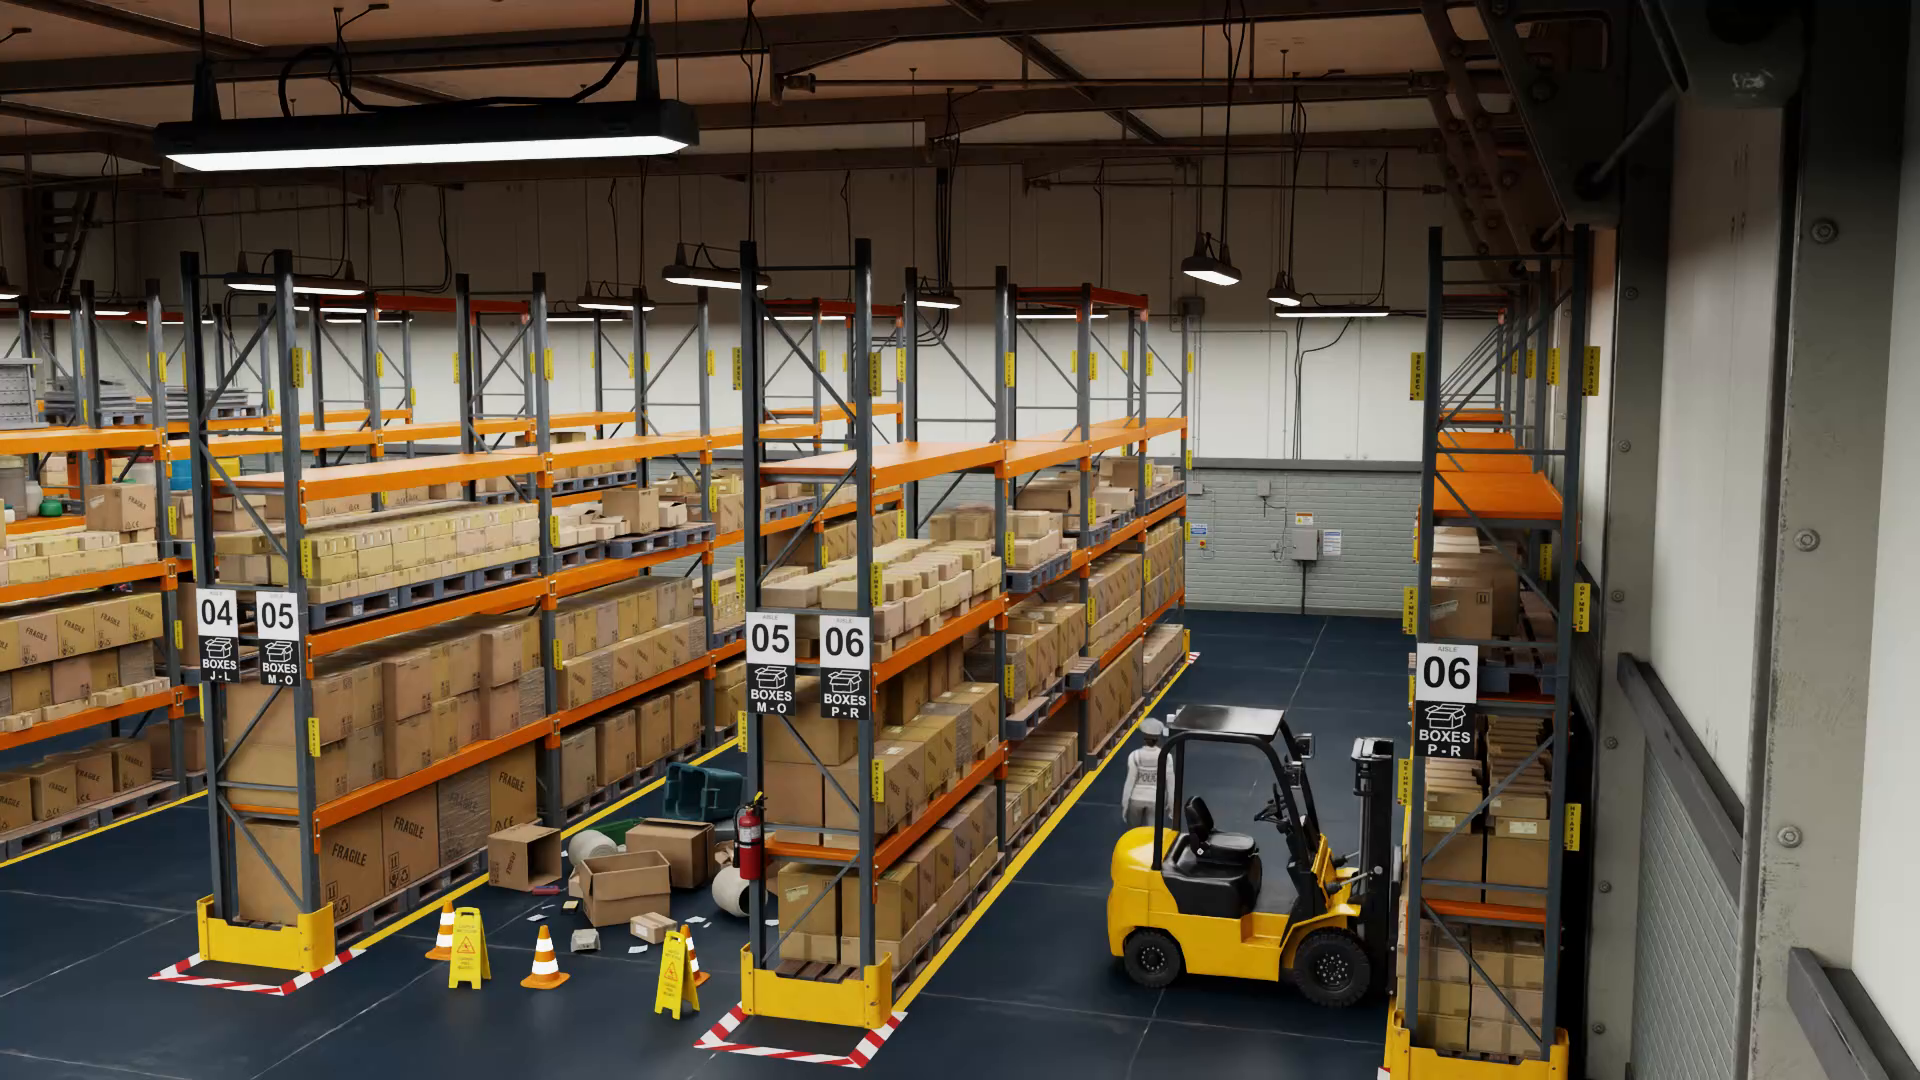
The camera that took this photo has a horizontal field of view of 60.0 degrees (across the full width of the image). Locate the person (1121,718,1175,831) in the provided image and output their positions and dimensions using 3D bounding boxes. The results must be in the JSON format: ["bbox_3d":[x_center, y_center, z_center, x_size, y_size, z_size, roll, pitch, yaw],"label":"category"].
[{"bbox_3d":[1.808,2.543,16.095,0.569,1.671,0.770,1,7,12],"label":"person"}]
